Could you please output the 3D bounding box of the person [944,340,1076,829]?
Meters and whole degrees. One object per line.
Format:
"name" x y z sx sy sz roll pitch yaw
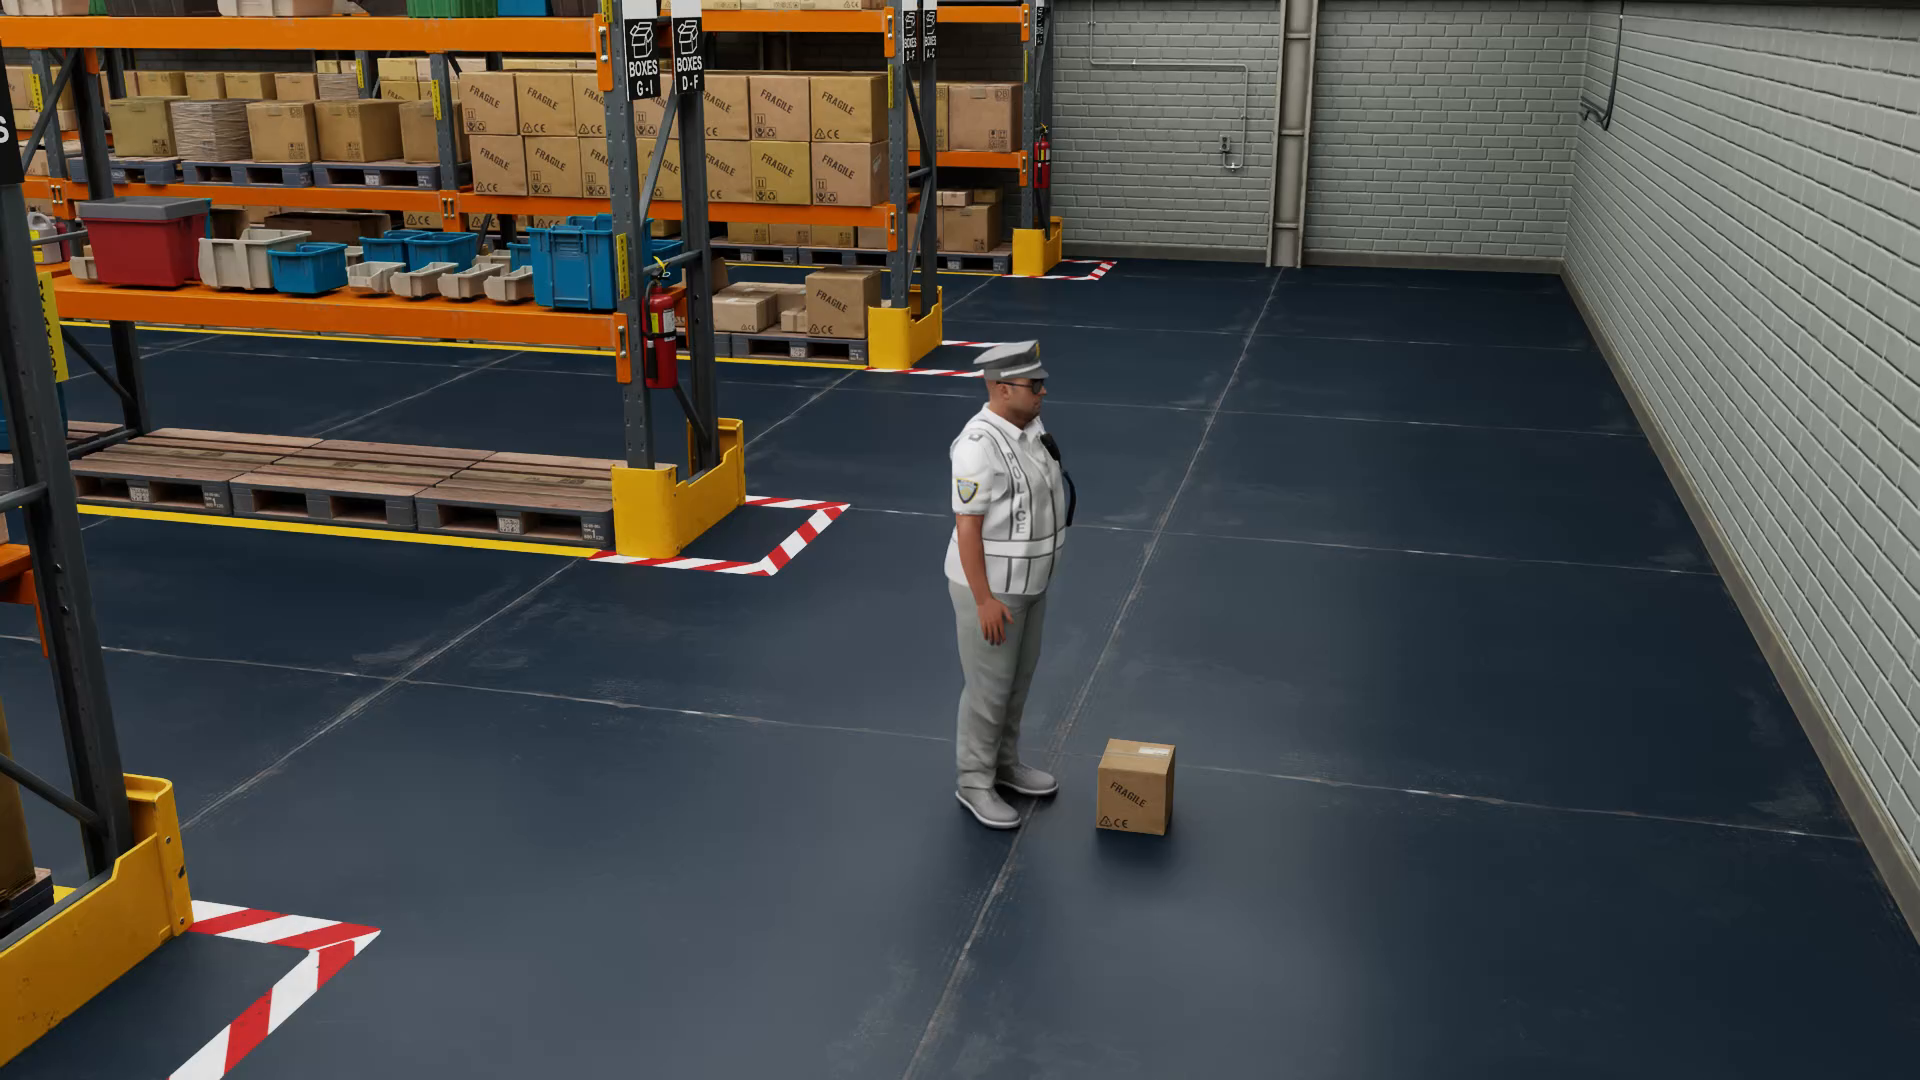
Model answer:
"person" 0.169 0.140 6.051 0.402 1.773 0.562 9 20 26
